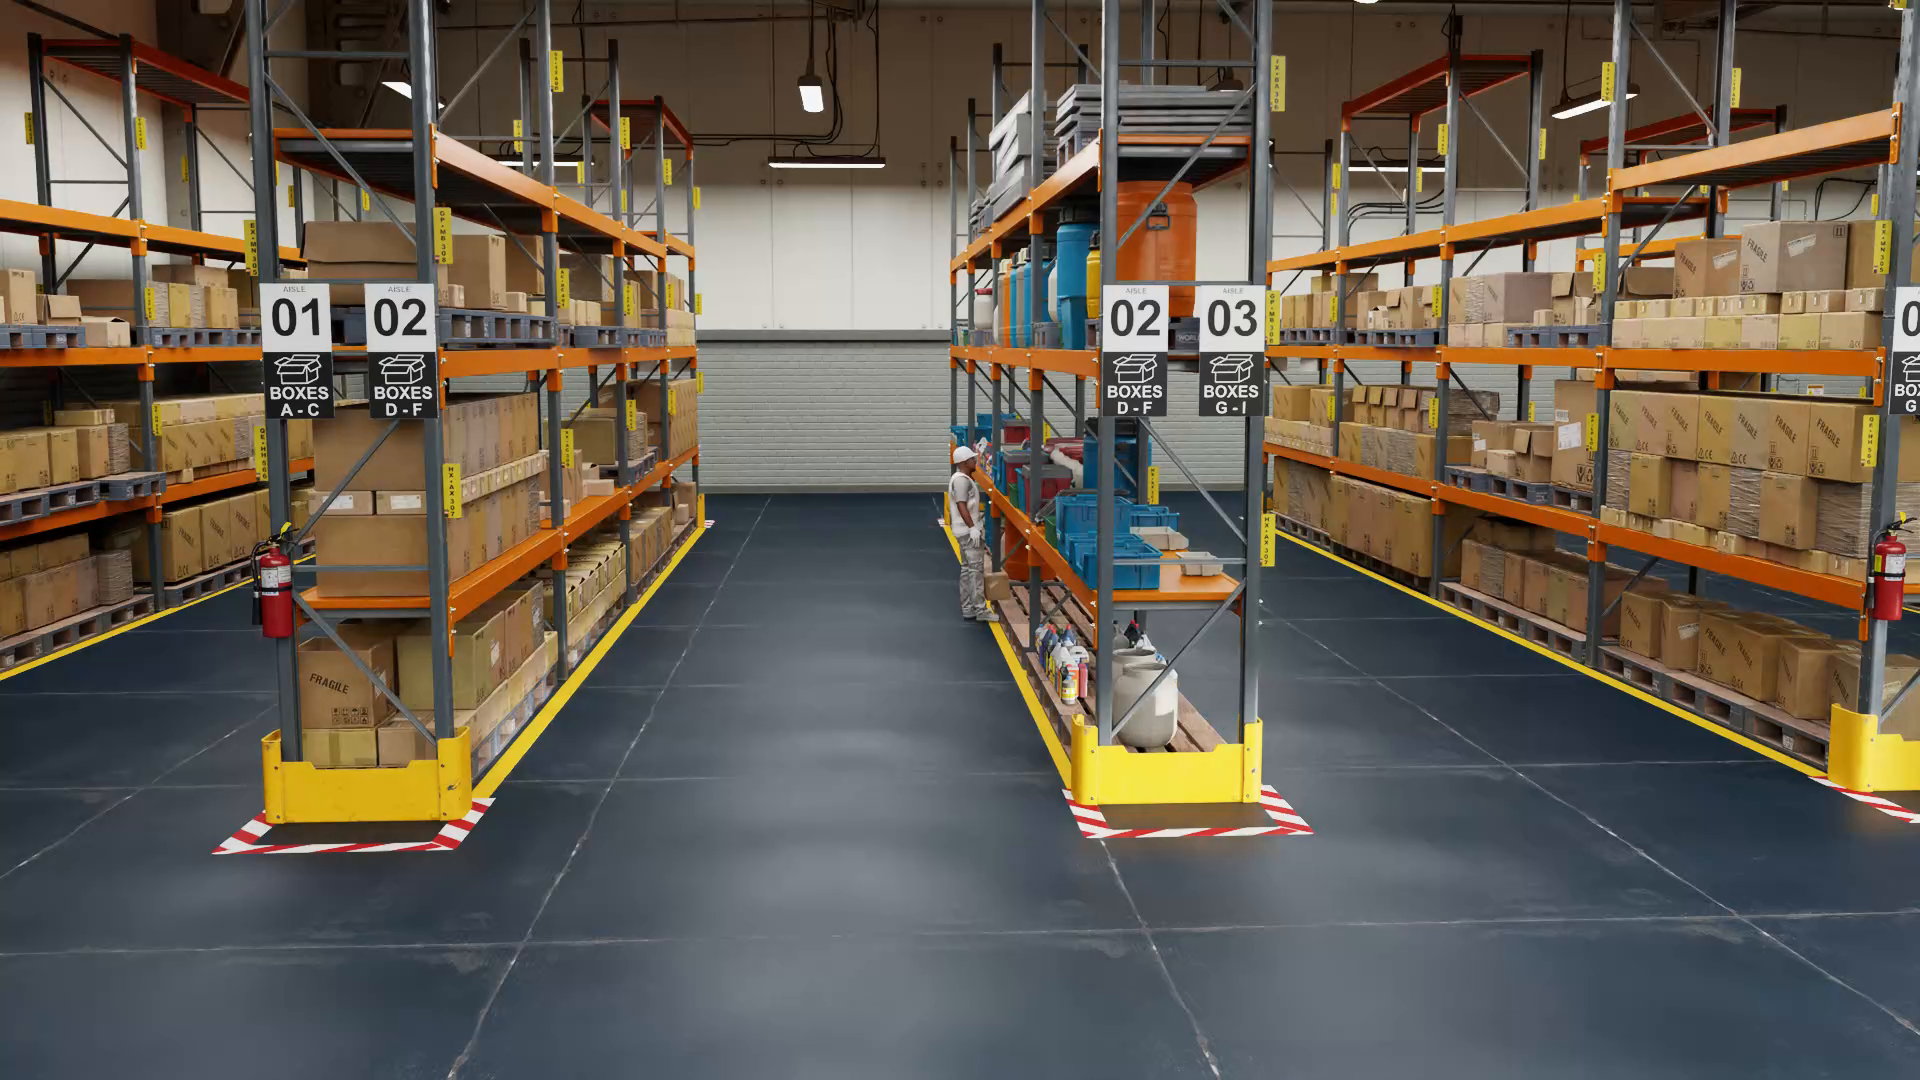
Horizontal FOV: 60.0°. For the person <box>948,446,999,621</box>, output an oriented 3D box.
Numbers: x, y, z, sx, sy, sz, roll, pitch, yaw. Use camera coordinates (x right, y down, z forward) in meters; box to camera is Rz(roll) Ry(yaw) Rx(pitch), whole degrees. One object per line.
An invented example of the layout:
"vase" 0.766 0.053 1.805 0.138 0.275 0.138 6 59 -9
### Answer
"person" 0.167 -0.076 17.217 0.576 1.784 0.657 0 7 -4
